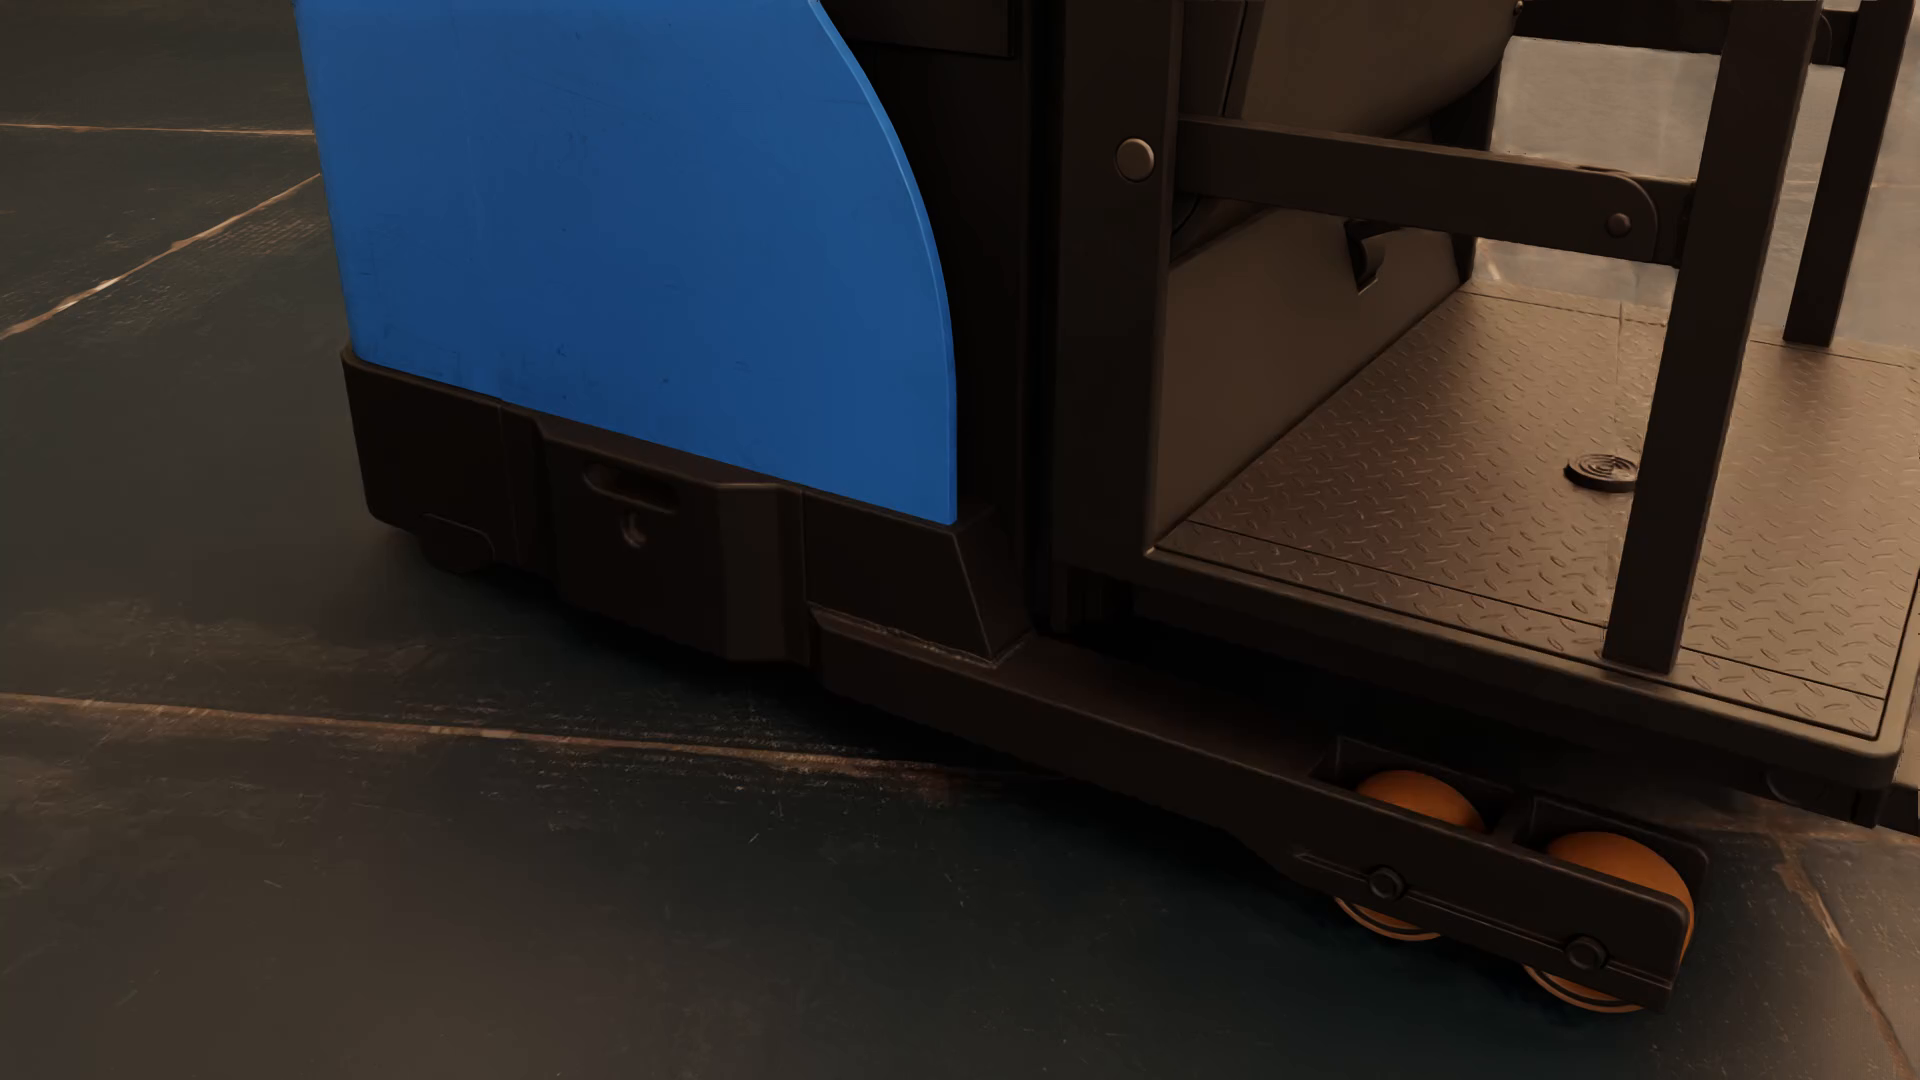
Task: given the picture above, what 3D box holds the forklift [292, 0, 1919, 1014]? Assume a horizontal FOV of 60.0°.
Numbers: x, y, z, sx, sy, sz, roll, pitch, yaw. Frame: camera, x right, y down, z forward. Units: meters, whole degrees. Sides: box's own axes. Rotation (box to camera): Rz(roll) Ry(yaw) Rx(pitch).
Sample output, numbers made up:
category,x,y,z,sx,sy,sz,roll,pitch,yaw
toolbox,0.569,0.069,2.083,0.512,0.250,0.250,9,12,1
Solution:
category,x,y,z,sx,sy,sz,roll,pitch,yaw
forklift,0.645,-1.132,1.485,3.031,2.935,1.130,16,31,29
